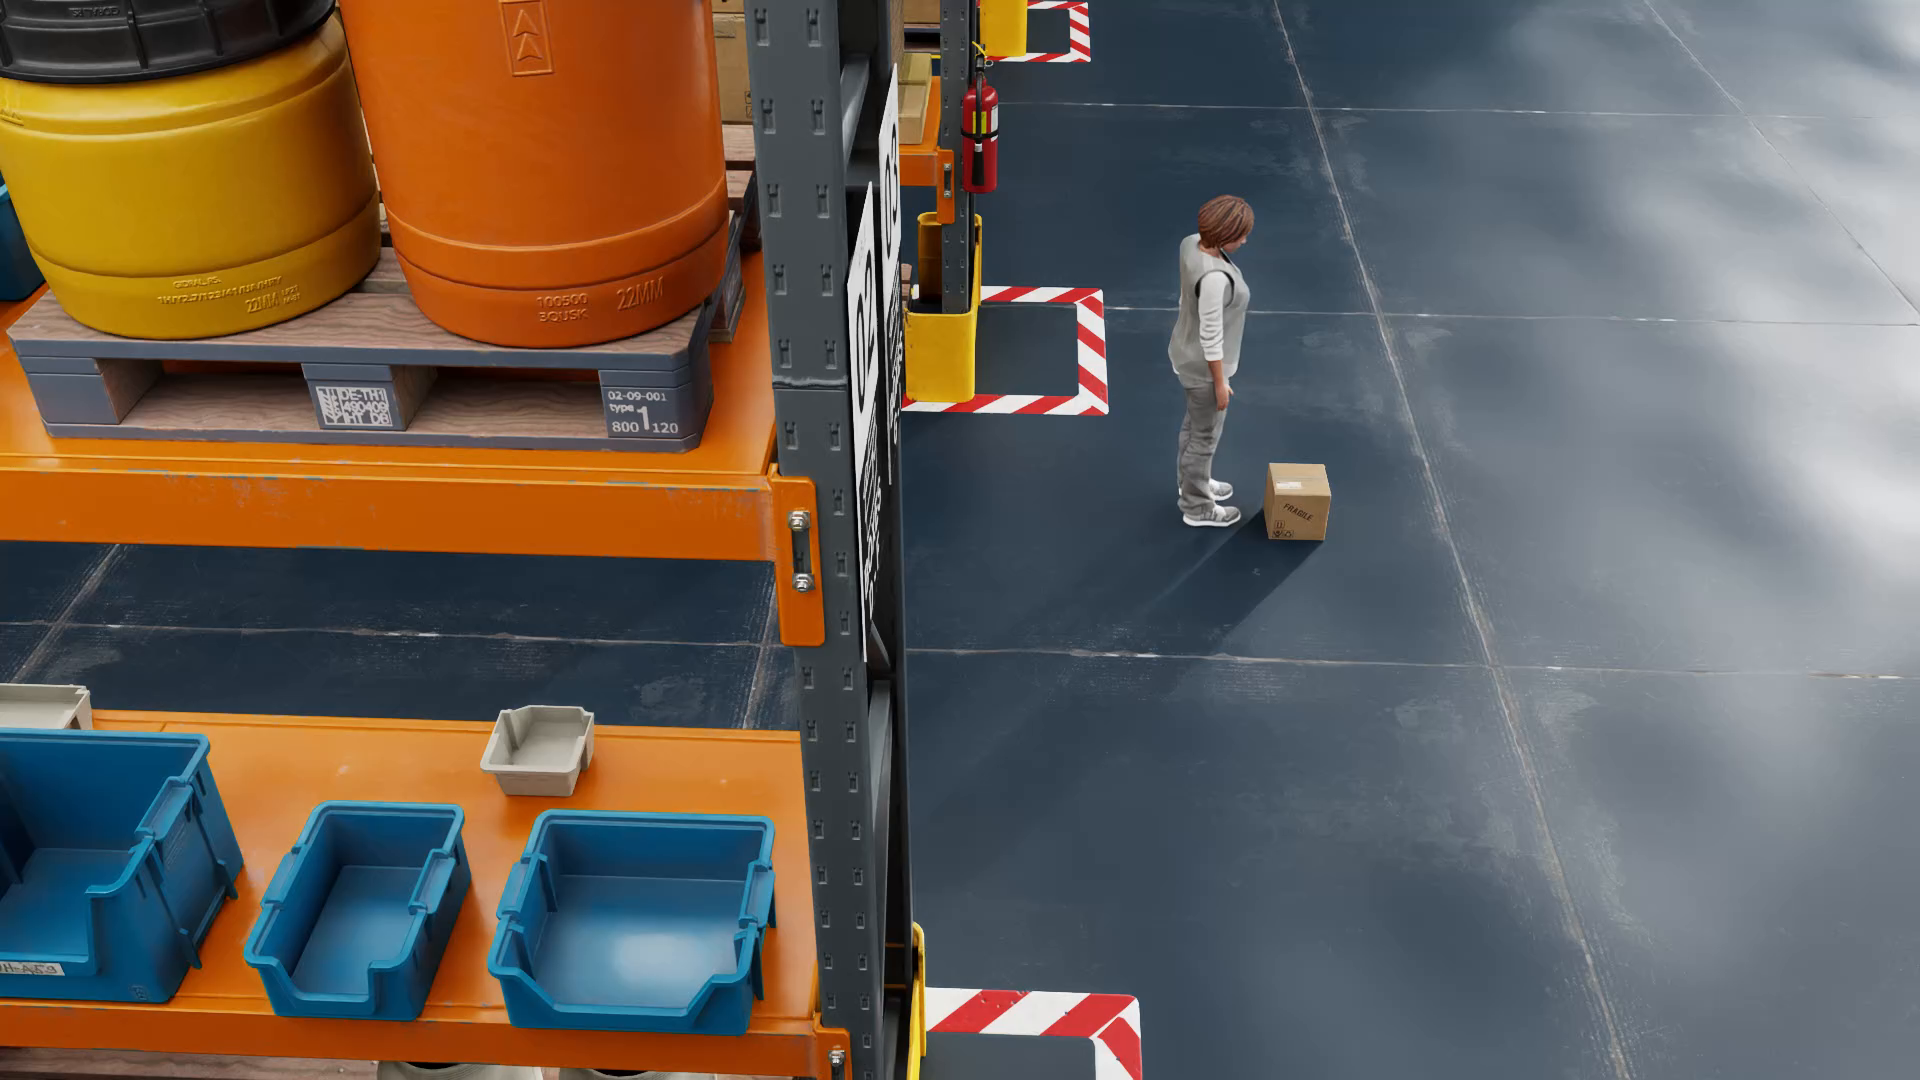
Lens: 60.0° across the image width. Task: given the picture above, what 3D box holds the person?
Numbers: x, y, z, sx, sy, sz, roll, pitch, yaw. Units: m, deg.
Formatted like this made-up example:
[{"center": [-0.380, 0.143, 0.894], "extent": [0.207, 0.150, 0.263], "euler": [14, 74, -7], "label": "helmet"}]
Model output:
[{"center": [1.094, -0.741, 7.157], "extent": [0.396, 1.597, 0.458], "euler": [-3, 36, -3], "label": "person"}]
